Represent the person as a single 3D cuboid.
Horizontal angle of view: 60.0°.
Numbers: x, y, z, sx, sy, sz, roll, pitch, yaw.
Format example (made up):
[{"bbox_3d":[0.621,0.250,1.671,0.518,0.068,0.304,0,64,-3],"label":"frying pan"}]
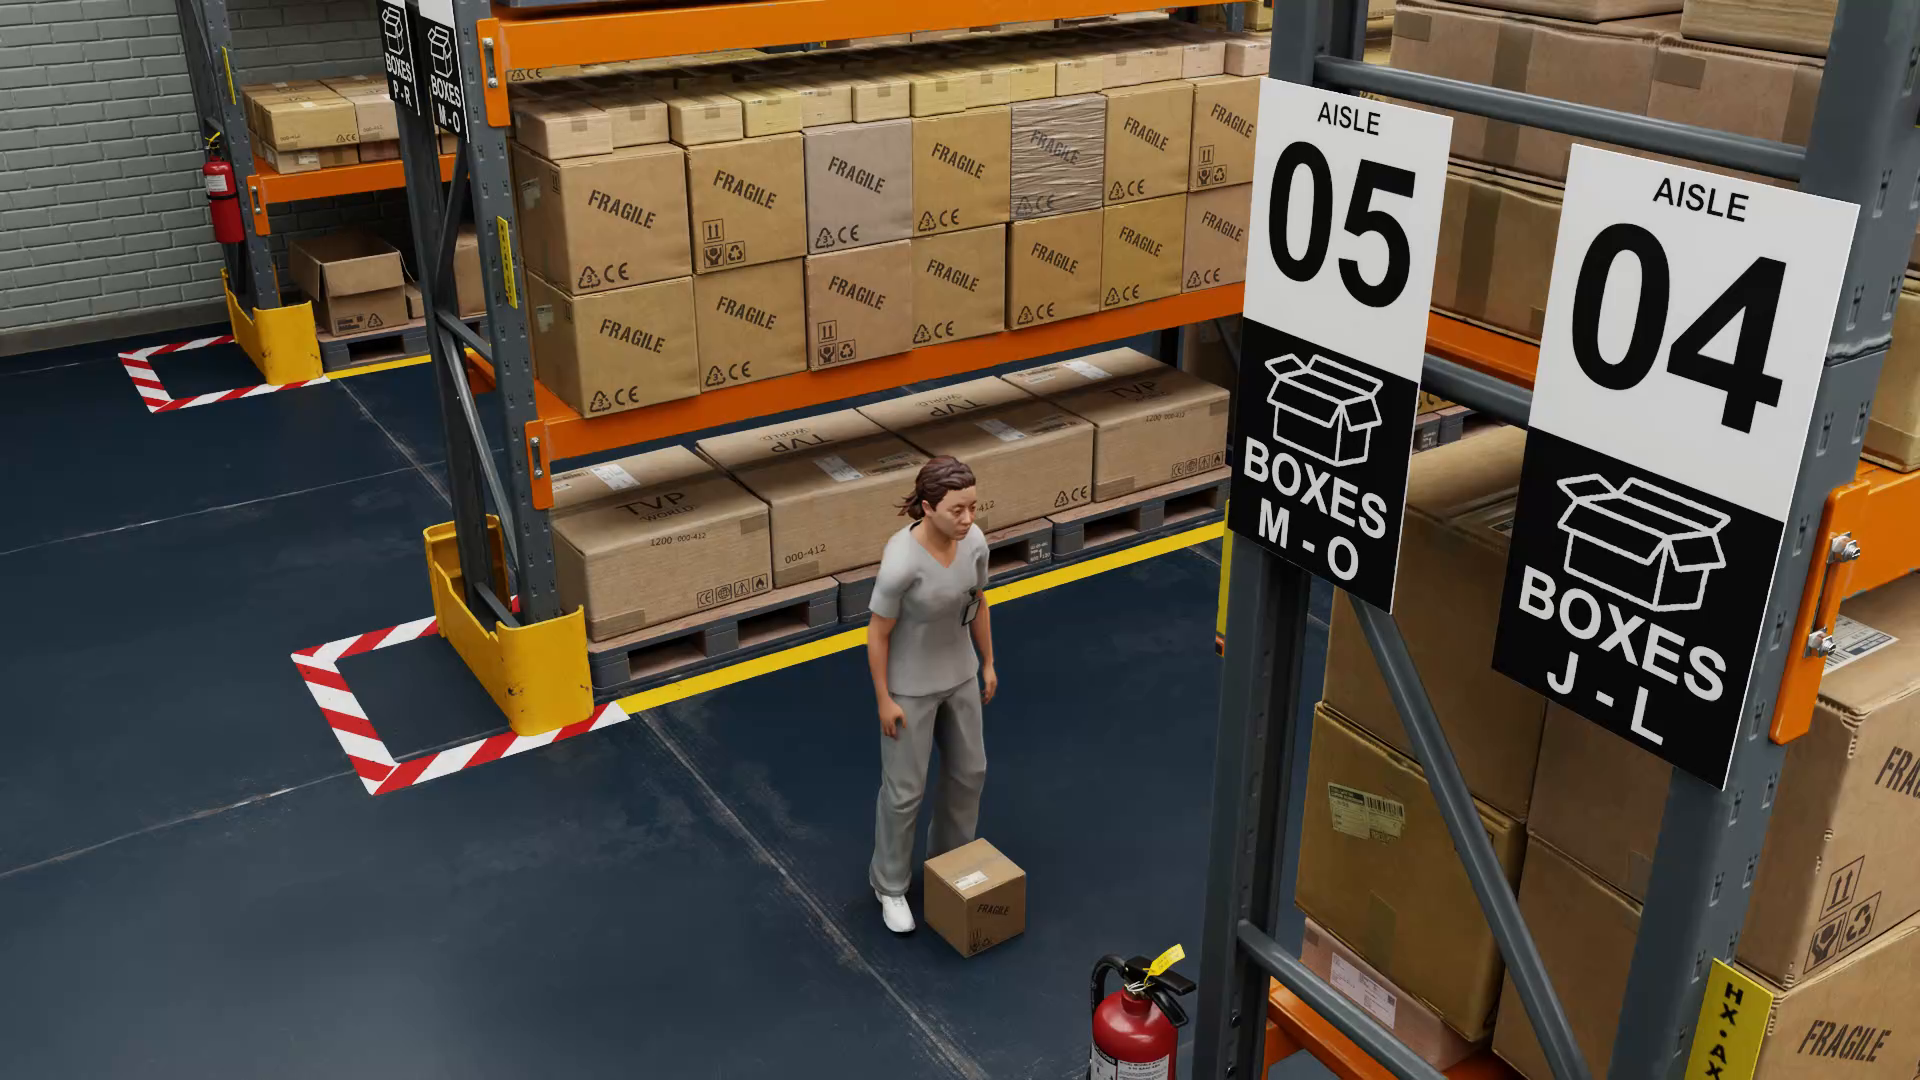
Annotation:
[{"bbox_3d":[-0.090,0.492,5.565,0.514,1.672,0.365,-17,30,-32],"label":"person"}]
